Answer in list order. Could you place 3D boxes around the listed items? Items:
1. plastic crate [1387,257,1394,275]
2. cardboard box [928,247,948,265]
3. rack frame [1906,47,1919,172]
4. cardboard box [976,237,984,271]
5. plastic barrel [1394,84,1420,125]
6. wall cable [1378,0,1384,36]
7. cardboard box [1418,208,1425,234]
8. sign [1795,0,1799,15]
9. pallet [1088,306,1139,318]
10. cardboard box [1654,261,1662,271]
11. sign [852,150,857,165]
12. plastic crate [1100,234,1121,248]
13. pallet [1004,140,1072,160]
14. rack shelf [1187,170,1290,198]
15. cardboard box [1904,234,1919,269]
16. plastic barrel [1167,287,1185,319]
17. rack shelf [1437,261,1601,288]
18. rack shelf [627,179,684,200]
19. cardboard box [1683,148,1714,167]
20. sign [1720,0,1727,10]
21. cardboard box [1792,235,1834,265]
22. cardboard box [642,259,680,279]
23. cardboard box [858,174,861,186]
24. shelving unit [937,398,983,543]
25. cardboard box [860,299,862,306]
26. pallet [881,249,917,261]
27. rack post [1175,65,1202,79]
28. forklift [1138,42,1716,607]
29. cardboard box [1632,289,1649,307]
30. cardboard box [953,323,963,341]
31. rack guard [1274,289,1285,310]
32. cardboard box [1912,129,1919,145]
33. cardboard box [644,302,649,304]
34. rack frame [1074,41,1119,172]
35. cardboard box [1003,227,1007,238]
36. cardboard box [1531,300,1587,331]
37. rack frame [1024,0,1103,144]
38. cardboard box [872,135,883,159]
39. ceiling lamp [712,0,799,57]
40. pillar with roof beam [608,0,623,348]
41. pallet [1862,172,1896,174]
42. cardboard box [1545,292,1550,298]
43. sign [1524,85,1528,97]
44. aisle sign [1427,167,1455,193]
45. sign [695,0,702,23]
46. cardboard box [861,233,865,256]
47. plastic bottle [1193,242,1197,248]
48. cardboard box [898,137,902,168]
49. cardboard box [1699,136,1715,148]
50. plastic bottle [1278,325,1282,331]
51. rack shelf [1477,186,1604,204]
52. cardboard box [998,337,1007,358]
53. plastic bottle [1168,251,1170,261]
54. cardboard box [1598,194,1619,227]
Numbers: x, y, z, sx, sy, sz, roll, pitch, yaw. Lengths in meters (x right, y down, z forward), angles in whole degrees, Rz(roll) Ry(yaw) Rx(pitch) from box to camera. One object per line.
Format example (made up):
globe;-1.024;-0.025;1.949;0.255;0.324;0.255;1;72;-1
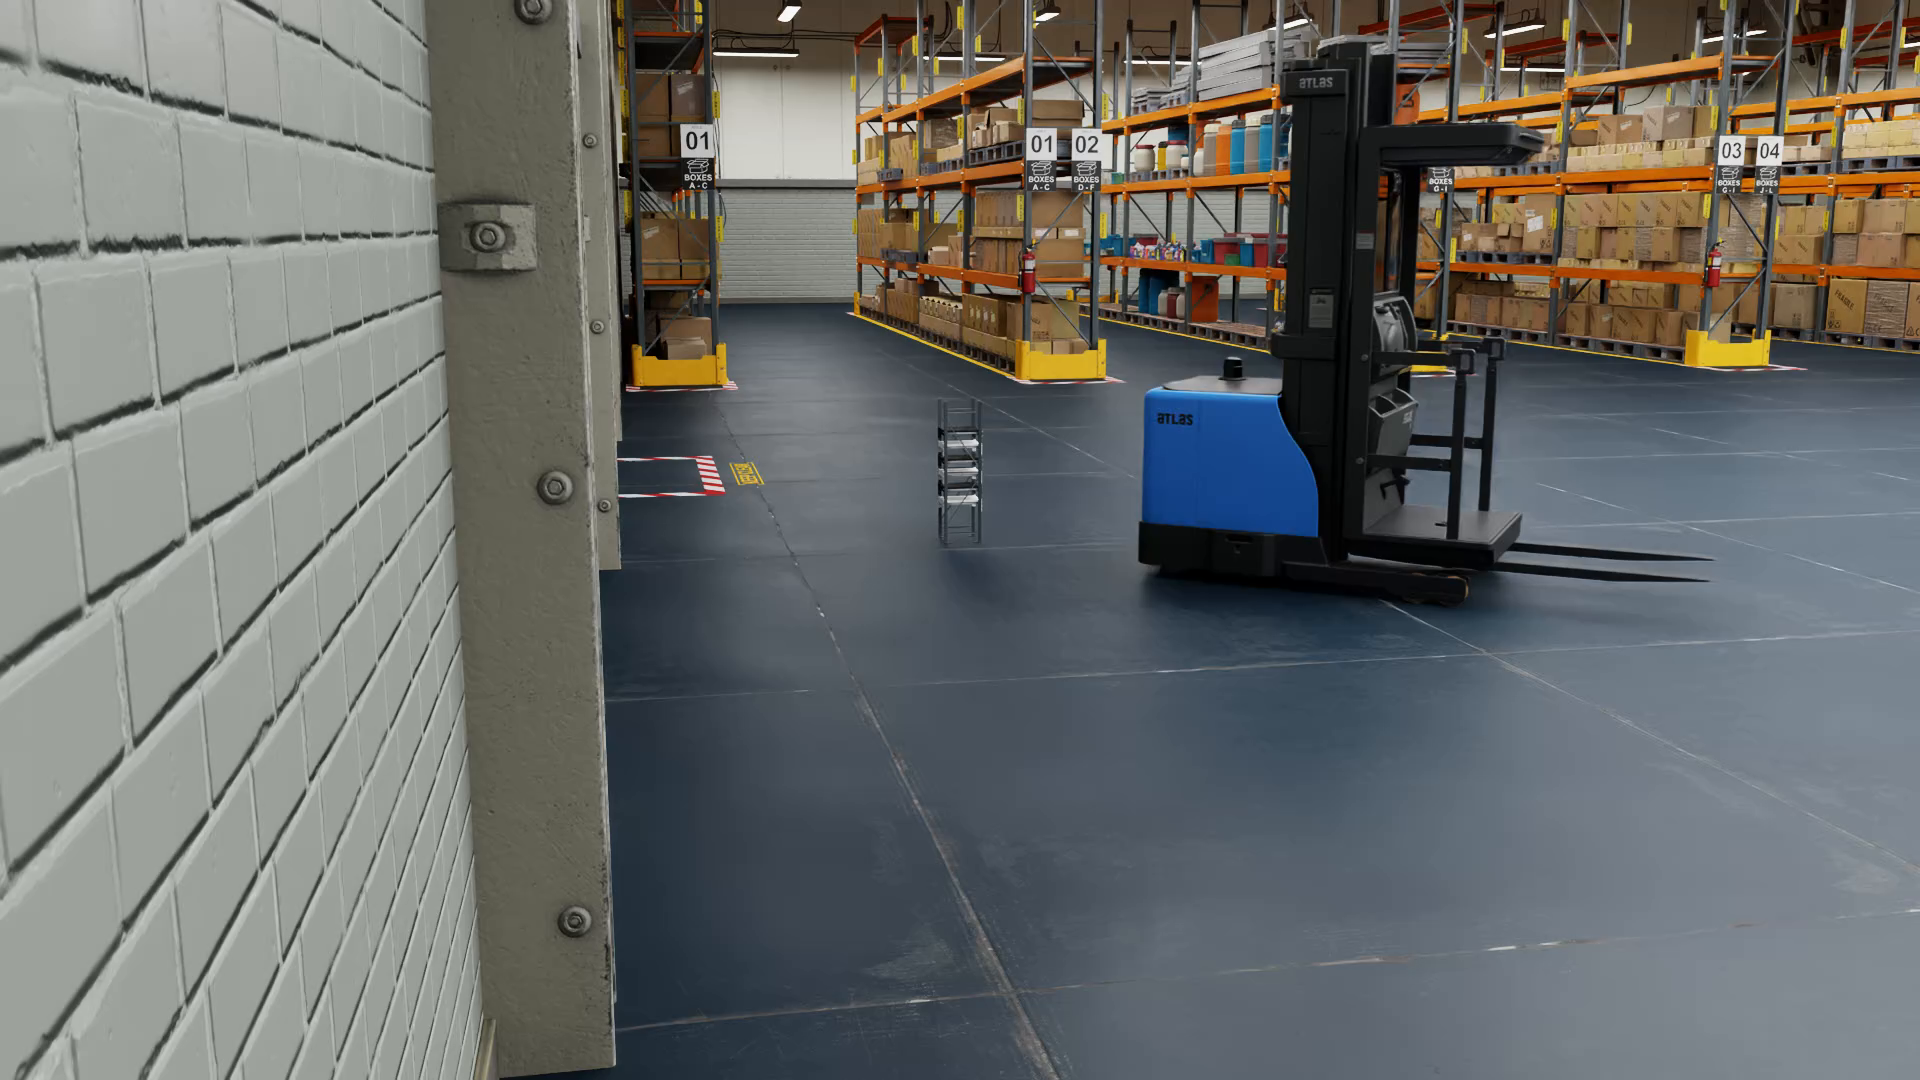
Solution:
plastic crate;5.788;-3.805;23.064;0.499;0.251;0.616;-2;11;-11
cardboard box;-0.252;-4.870;28.500;0.500;0.311;0.500;-2;11;-12
rack frame;19.202;-8.752;32.612;1.000;3.000;0.127;-2;11;-11
cardboard box;0.634;-4.319;25.101;0.700;0.500;0.500;-2;11;-12
plastic barrel;5.960;-5.773;22.709;0.600;0.830;0.708;-2;11;-11
wall cable;10.207;-12.602;44.234;2.277;5.999;0.120;-2;11;-11
cardboard box;9.231;-6.241;32.513;0.797;0.503;0.637;-2;11;-10
sign;11.570;-7.442;23.019;0.100;0.325;0.005;-2;11;-11
pallet;3.424;-4.986;36.328;1.003;0.211;1.213;-2;11;-11
cardboard box;10.591;-4.082;24.794;0.380;0.149;0.250;-2;11;-11
sign;-2.324;-8.435;36.634;0.100;0.325;0.005;-2;11;-11
plastic crate;3.316;-6.724;37.746;0.616;0.435;0.499;-2;11;-11
pallet;1.208;-5.179;22.096;1.003;0.211;1.213;-2;11;-11
rack shelf;5.012;-6.018;28.193;1.077;0.370;4.000;-2;11;-11
cardboard box;15.548;-4.582;26.348;0.875;0.550;0.500;-2;11;-11
plastic barrel;4.292;-4.582;32.076;0.600;0.588;0.708;-2;11;-11
rack shelf;9.871;-4.724;29.420;1.077;0.370;4.000;-2;11;-11
rack shelf;-5.483;-6.391;30.155;1.077;0.370;4.000;-2;11;-11
cardboard box;10.695;-5.456;23.721;0.500;0.250;0.500;-2;11;-10
sign;10.489;-7.445;22.821;0.100;0.325;0.005;-2;11;-11
cardboard box;14.781;-5.008;28.718;0.500;0.500;0.500;-2;11;-11
cardboard box;-3.820;-3.452;21.157;0.500;0.250;0.500;-2;11;-10
cardboard box;-1.942;-7.849;36.289;0.500;0.250;0.500;-2;11;-11
shelving unit;-0.002;-0.444;10.620;0.258;0.900;0.210;-2;11;-11
cardboard box;-1.999;-5.241;36.613;0.380;0.166;0.250;-2;11;-11
pallet;-0.966;-5.574;32.472;1.003;0.211;1.213;-2;11;-11
rack post;4.376;-8.604;30.456;0.624;0.289;0.986;-2;11;-11
forklift;2.590;-1.197;9.146;3.031;2.935;1.130;5;12;26
cardboard box;13.885;-4.791;33.410;0.500;0.500;0.500;-2;11;-9
cardboard box;0.177;-3.272;26.098;0.500;0.250;0.500;-2;11;-12
rack guard;7.921;-5.688;39.246;1.175;0.500;0.348;-2;11;-11
cardboard box;15.262;-6.297;25.949;0.500;0.250;0.500;-2;11;-10
cardboard box;-4.917;-3.664;27.431;0.700;0.500;0.500;-2;11;-11
rack frame;3.067;-9.679;37.481;1.000;3.000;0.127;-2;11;-11
cardboard box;0.805;-4.286;23.191;0.380;0.149;0.250;-2;11;-9
cardboard box;10.161;-3.813;28.214;0.700;0.500;0.500;-3;11;-15
rack frame;1.320;-6.565;21.121;1.000;3.000;0.127;-2;11;-11
cardboard box;-1.454;-8.195;34.765;0.700;0.500;0.500;-2;11;-11
ceiling lamp;-4.695;-12.770;38.112;2.000;3.185;0.800;-2;11;-11
pillar with roof beam;-1.467;-7.738;27.284;9.100;9.000;0.400;-2;11;-11
pallet;19.025;-7.302;33.521;1.213;0.211;1.003;-2;11;-8
cardboard box;13.151;-5.387;36.685;0.380;0.149;0.250;-3;11;-14
sign;13.359;-10.574;39.262;0.100;0.325;0.005;-2;11;-11
aisle sign;6.481;-5.072;22.368;0.394;0.787;0.004;-2;11;-11
sign;-3.781;-7.632;24.016;0.100;0.325;0.005;-2;11;-11
cardboard box;-1.859;-6.416;36.116;0.500;0.500;0.500;-2;11;-12
plastic bottle;4.559;-5.615;32.308;0.144;0.351;0.185;-2;11;-11
cardboard box;-0.836;-7.380;31.768;0.600;0.600;0.600;-2;11;-12
cardboard box;10.678;-5.613;23.475;0.380;0.149;0.250;-2;11;-11
plastic bottle;5.053;-3.279;26.211;0.097;0.201;0.097;0;11;0
rack shelf;13.200;-7.827;37.699;1.077;0.370;4.000;-2;11;-11
cardboard box;0.817;-2.652;22.839;0.500;0.250;0.500;-2;11;-11
plastic bottle;3.982;-5.379;31.466;0.097;0.201;0.097;0;11;0
cardboard box;10.293;-5.122;25.849;0.500;0.500;0.500;-2;11;-11
